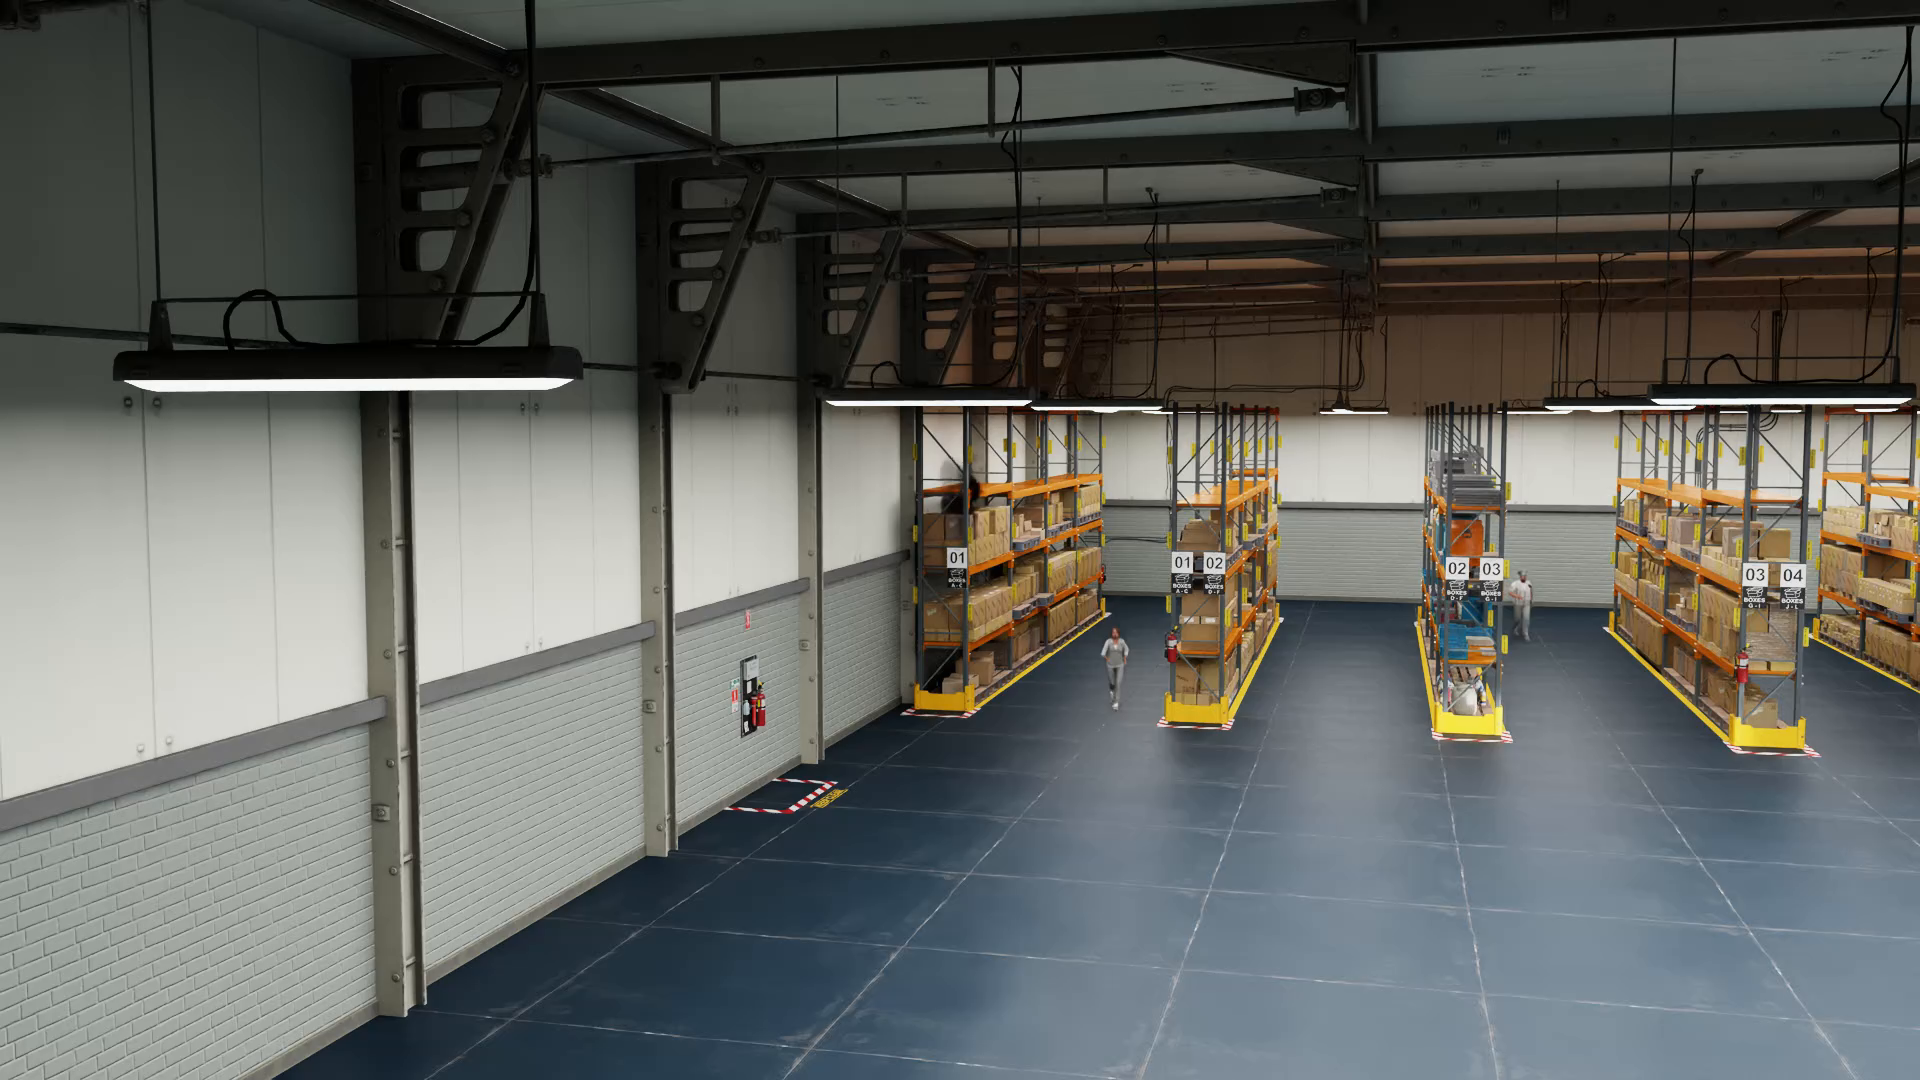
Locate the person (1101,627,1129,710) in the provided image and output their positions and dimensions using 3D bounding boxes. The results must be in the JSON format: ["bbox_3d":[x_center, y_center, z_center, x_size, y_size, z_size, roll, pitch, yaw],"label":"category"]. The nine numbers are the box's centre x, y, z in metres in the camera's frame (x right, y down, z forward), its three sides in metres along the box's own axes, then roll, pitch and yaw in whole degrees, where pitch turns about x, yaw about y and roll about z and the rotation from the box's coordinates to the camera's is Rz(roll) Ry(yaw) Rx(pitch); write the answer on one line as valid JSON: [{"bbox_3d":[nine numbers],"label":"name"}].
[{"bbox_3d":[3.058,2.508,32.794,0.545,1.592,0.839,0,4,4],"label":"person"}]

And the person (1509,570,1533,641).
[{"bbox_3d":[14.518,1.663,43.024,0.659,1.797,0.913,0,4,3],"label":"person"}]
